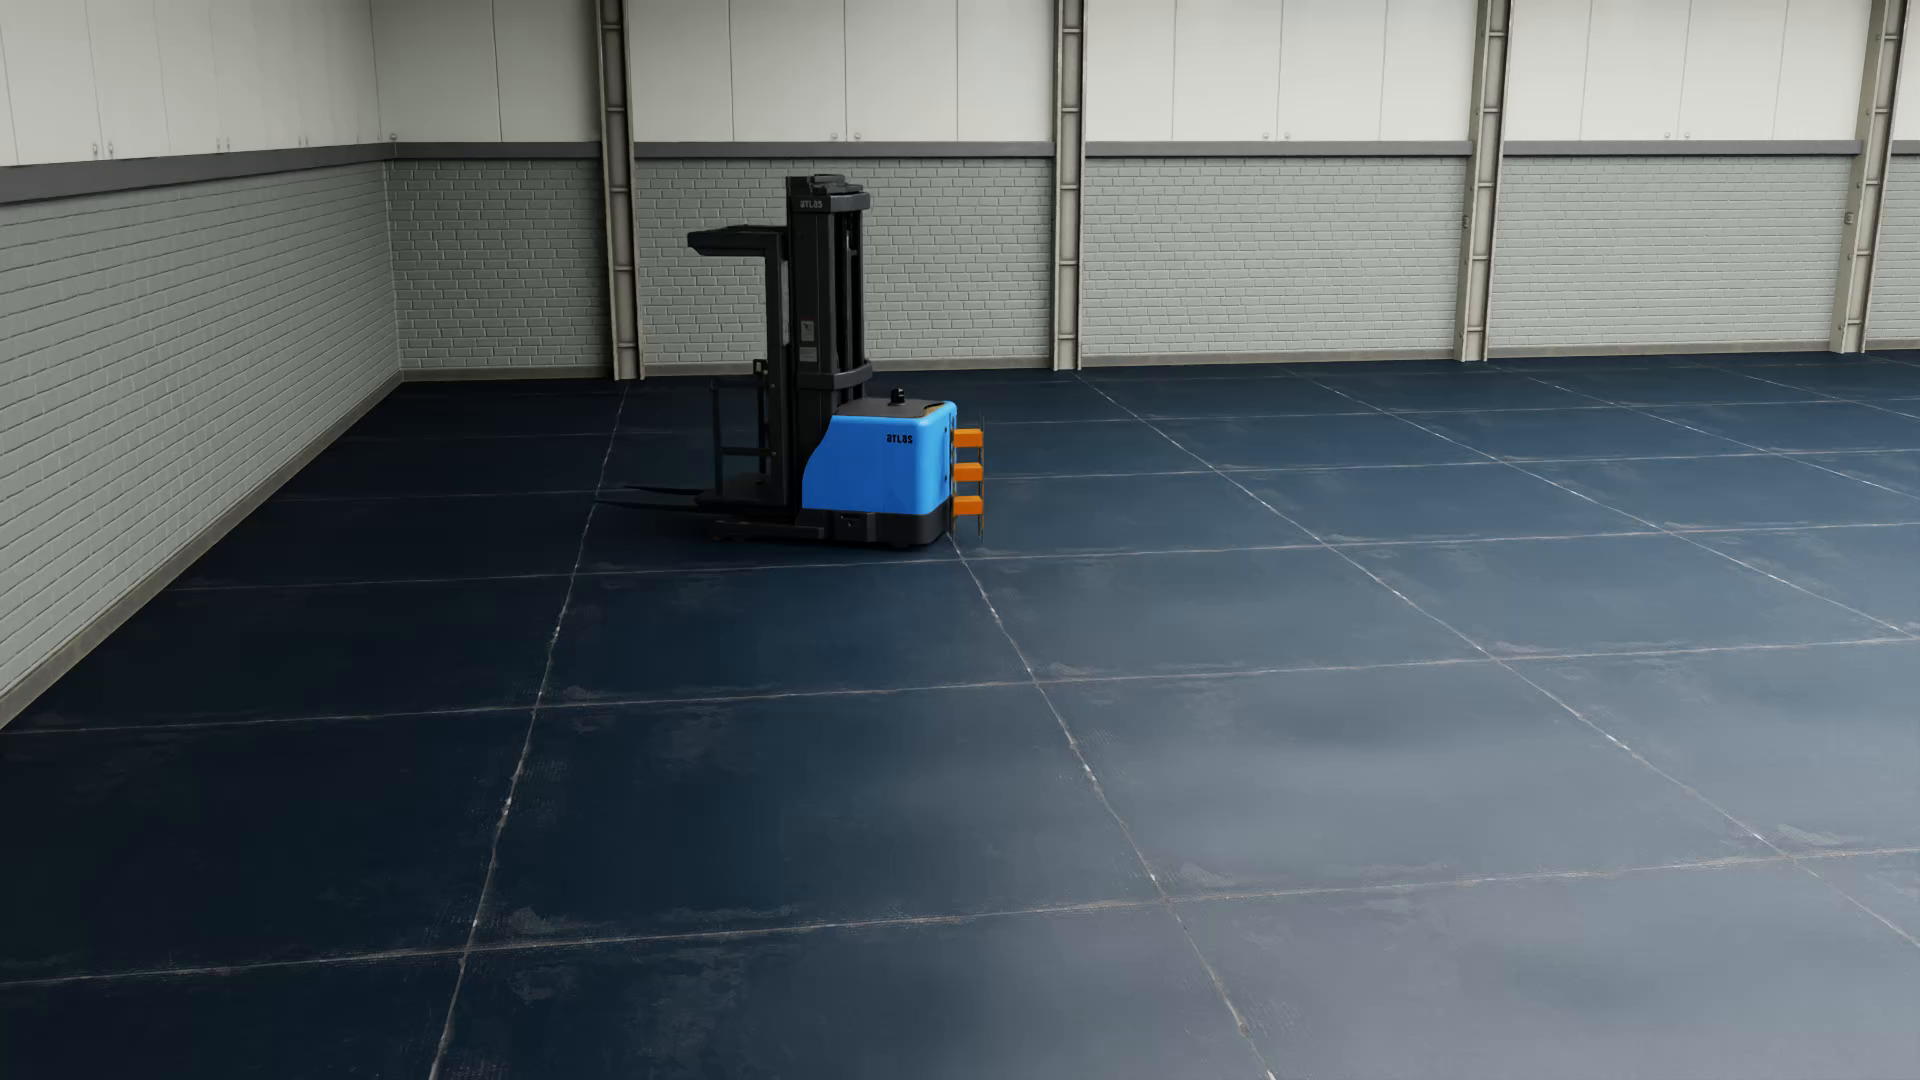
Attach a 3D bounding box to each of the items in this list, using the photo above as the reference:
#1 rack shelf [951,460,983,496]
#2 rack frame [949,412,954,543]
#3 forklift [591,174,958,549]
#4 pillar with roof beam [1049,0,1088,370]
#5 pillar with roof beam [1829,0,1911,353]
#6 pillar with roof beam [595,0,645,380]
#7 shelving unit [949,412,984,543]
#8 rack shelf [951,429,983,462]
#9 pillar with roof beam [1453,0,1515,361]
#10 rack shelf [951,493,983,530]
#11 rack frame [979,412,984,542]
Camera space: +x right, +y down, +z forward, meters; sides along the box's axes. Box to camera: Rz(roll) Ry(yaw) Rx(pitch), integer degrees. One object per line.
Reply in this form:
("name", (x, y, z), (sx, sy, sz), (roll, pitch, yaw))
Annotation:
("rack shelf", (0.053, -0.501, 13.604), (0.240, 0.259, 0.215), (-2, 14, -8))
("rack frame", (-0.068, -0.507, 13.584), (0.008, 1.050, 0.200), (-2, 14, -8))
("forklift", (-1.590, -1.526, 13.783), (3.031, 2.935, 1.130), (4, 15, 14))
("pillar with roof beam", (2.116, -5.732, 18.080), (0.400, 9.000, 9.100), (-2, 14, -8))
("pillar with roof beam", (13.982, -6.167, 19.814), (0.400, 9.000, 9.100), (-2, 14, -8))
("pillar with roof beam", (-3.817, -5.515, 17.213), (0.400, 9.000, 9.100), (-2, 14, -8))
("shelving unit", (0.053, -0.511, 13.602), (0.252, 1.050, 0.215), (-2, 14, -8))
("rack shelf", (0.053, -0.776, 13.535), (0.240, 0.259, 0.215), (-2, 14, -8))
("pillar with roof beam", (8.049, -5.950, 18.947), (0.400, 9.000, 9.100), (-2, 14, -8))
("rack shelf", (0.053, -0.231, 13.672), (0.240, 0.259, 0.215), (-2, 14, -8))
("rack frame", (0.174, -0.516, 13.619), (0.008, 1.050, 0.200), (-2, 14, -8))
